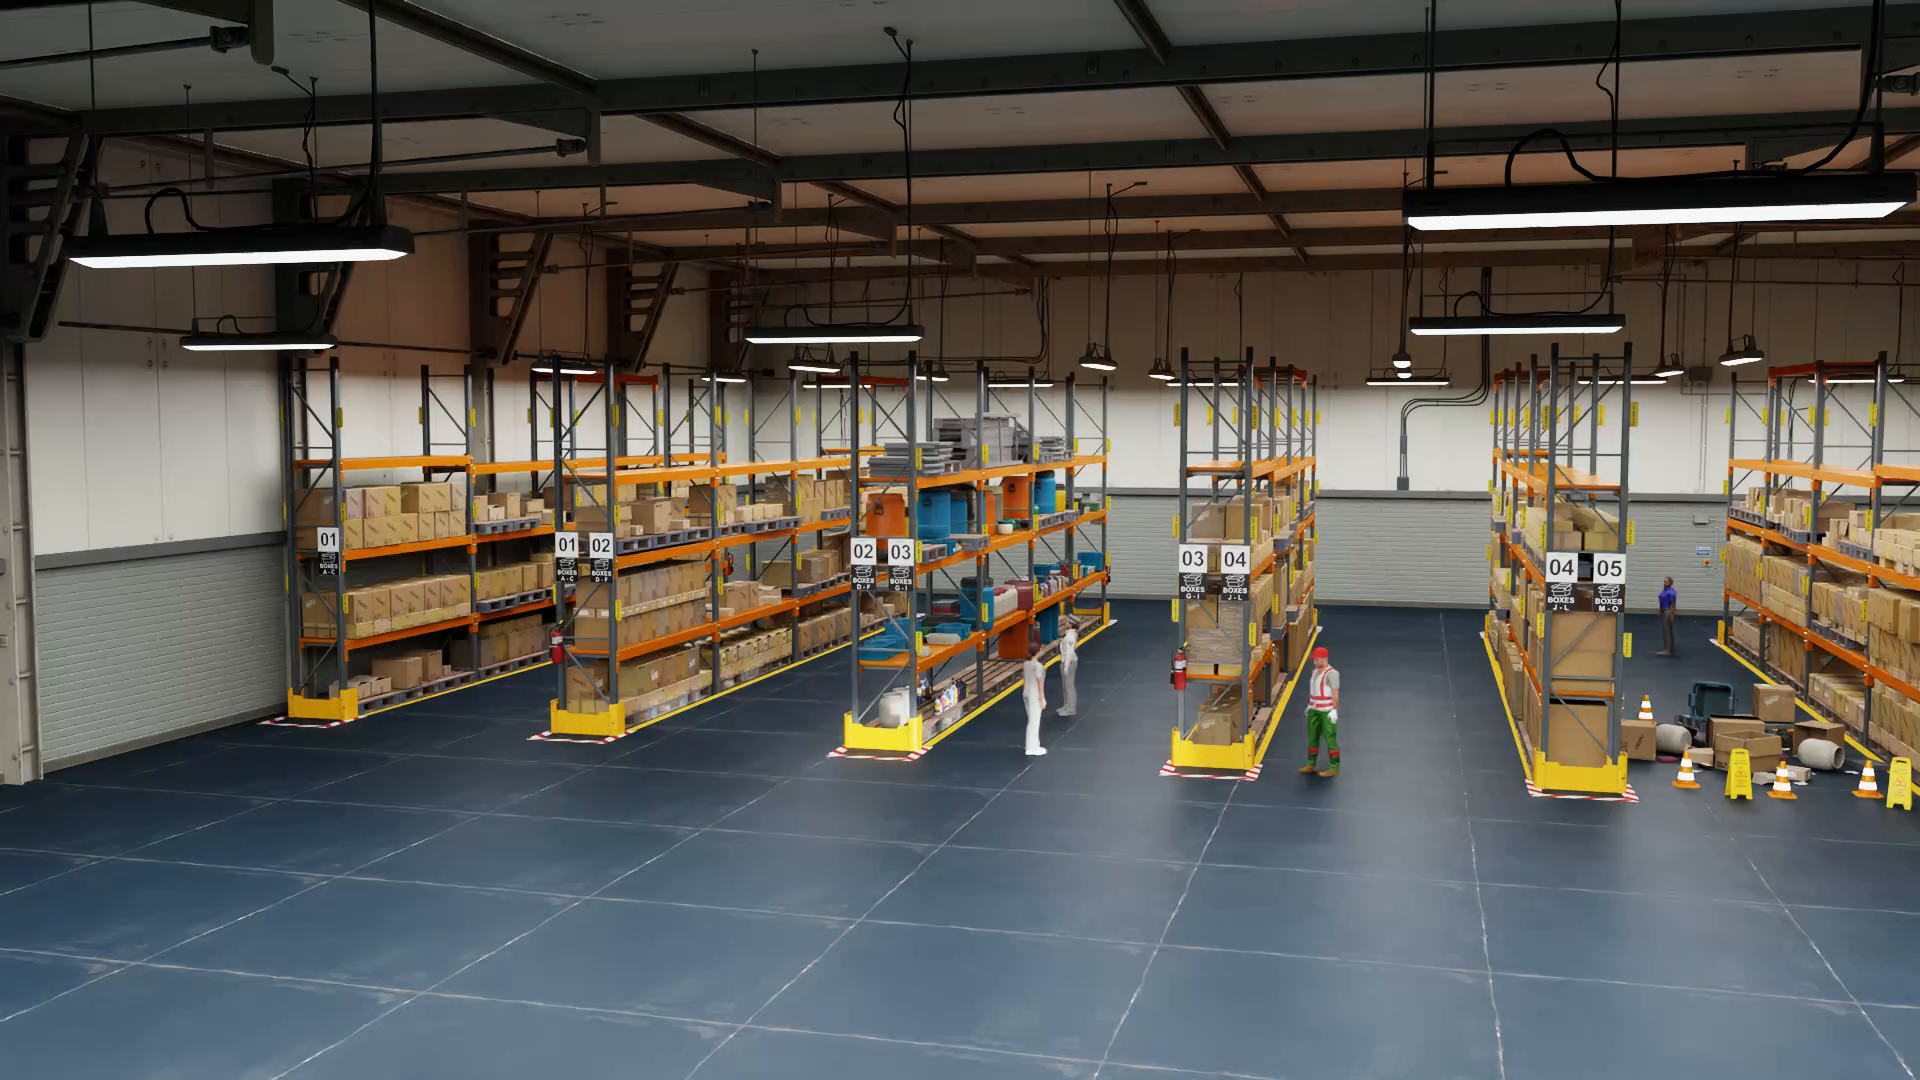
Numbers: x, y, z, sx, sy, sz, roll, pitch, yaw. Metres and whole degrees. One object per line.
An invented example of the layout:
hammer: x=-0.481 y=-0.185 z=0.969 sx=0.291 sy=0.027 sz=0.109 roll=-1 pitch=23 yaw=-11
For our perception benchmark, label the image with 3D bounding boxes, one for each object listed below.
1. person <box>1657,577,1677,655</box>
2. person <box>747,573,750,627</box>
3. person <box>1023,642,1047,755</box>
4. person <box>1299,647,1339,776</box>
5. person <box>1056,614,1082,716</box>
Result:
person: x=14.961 y=1.610 z=35.164 sx=0.405 sy=1.651 sz=0.483 roll=1 pitch=4 yaw=16
person: x=-4.661 y=1.489 z=37.168 sx=0.402 sy=1.556 sz=0.818 roll=1 pitch=4 yaw=15
person: x=1.166 y=2.365 z=24.777 sx=0.455 sy=1.694 sz=0.517 roll=-2 pitch=5 yaw=-26
person: x=5.033 y=2.390 z=23.332 sx=0.433 sy=1.781 sz=0.603 roll=-3 pitch=5 yaw=-32
person: x=1.837 y=2.083 z=27.986 sx=0.418 sy=1.701 sz=0.527 roll=-1 pitch=4 yaw=-9
